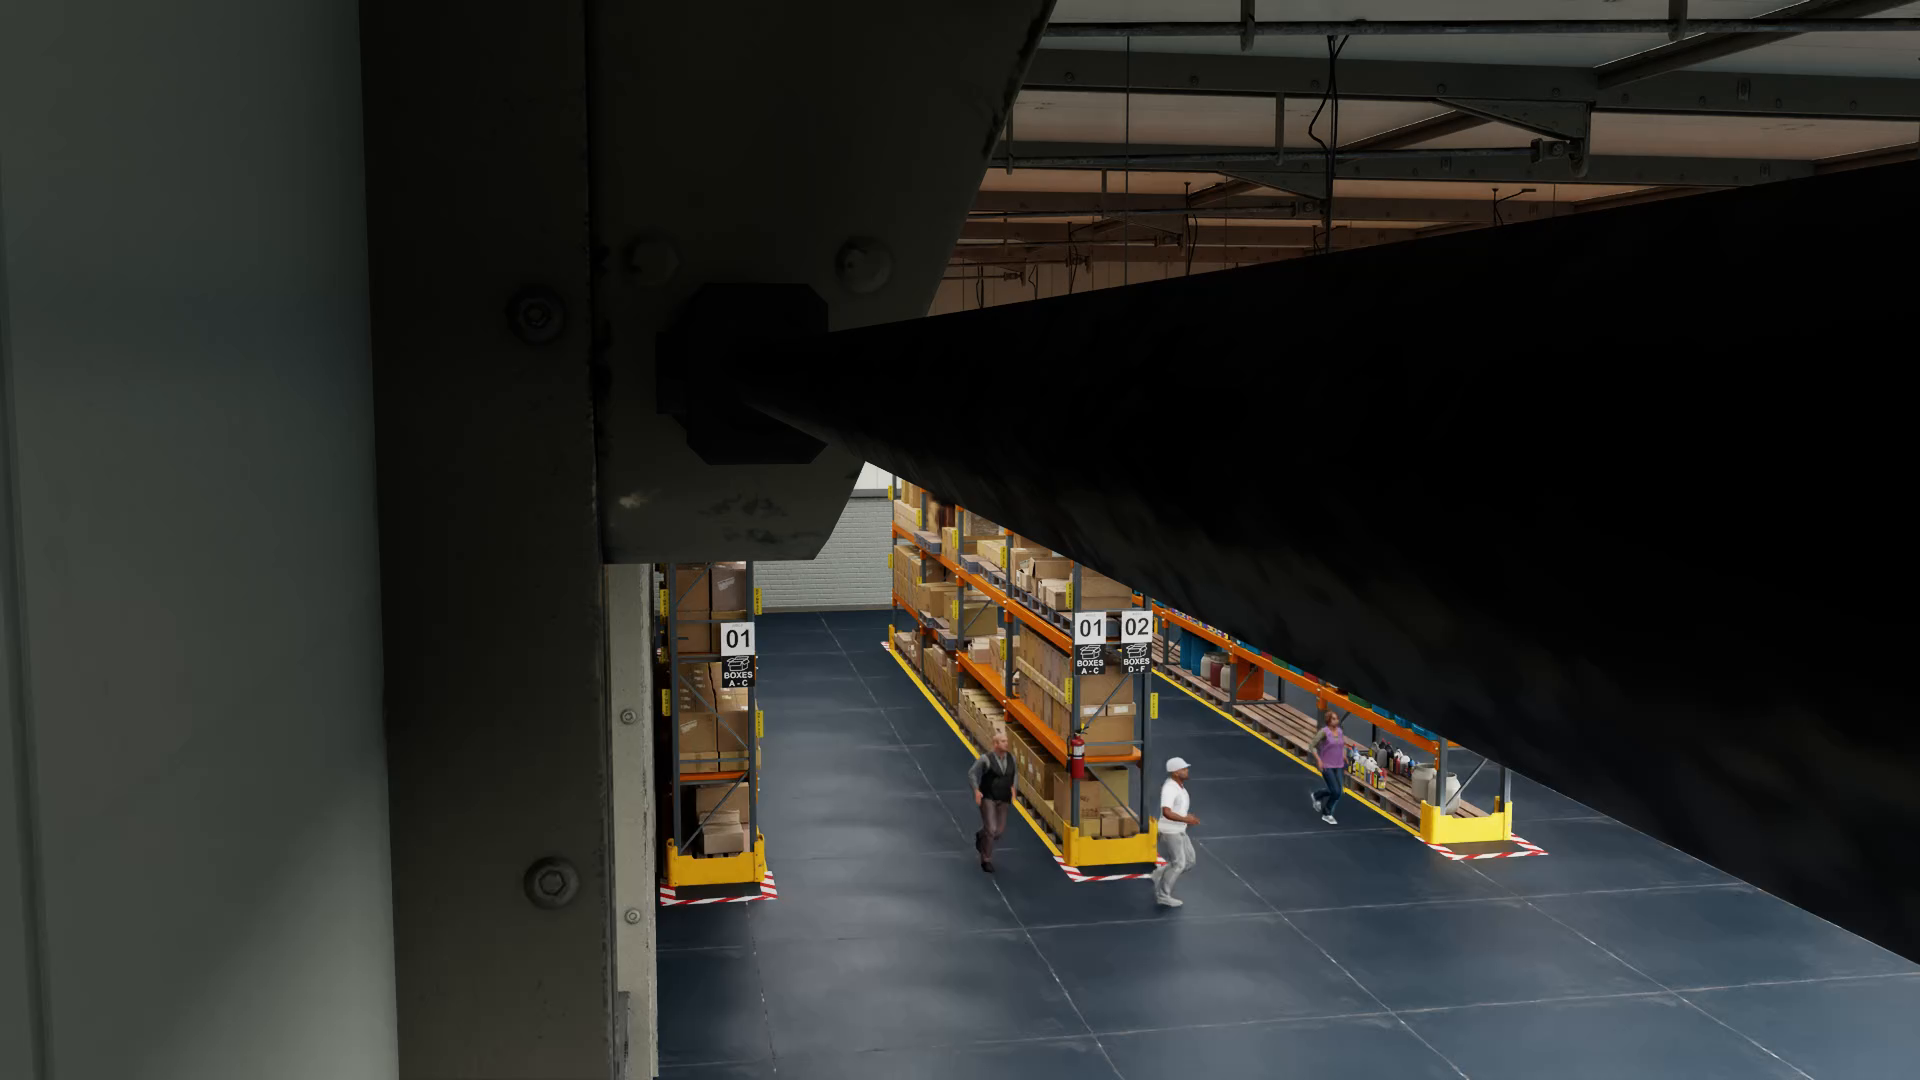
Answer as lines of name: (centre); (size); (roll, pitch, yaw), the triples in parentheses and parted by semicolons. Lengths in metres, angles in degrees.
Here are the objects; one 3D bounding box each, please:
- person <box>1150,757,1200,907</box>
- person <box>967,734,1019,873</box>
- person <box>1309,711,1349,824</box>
person: (2.528, 3.385, 19.422); (0.612, 1.704, 0.740); (2, 7, 19)
person: (0.432, 3.262, 20.909); (0.698, 1.688, 0.712); (-3, 7, -25)
person: (5.078, 3.153, 22.767); (0.536, 1.465, 0.544); (-3, 7, -25)
